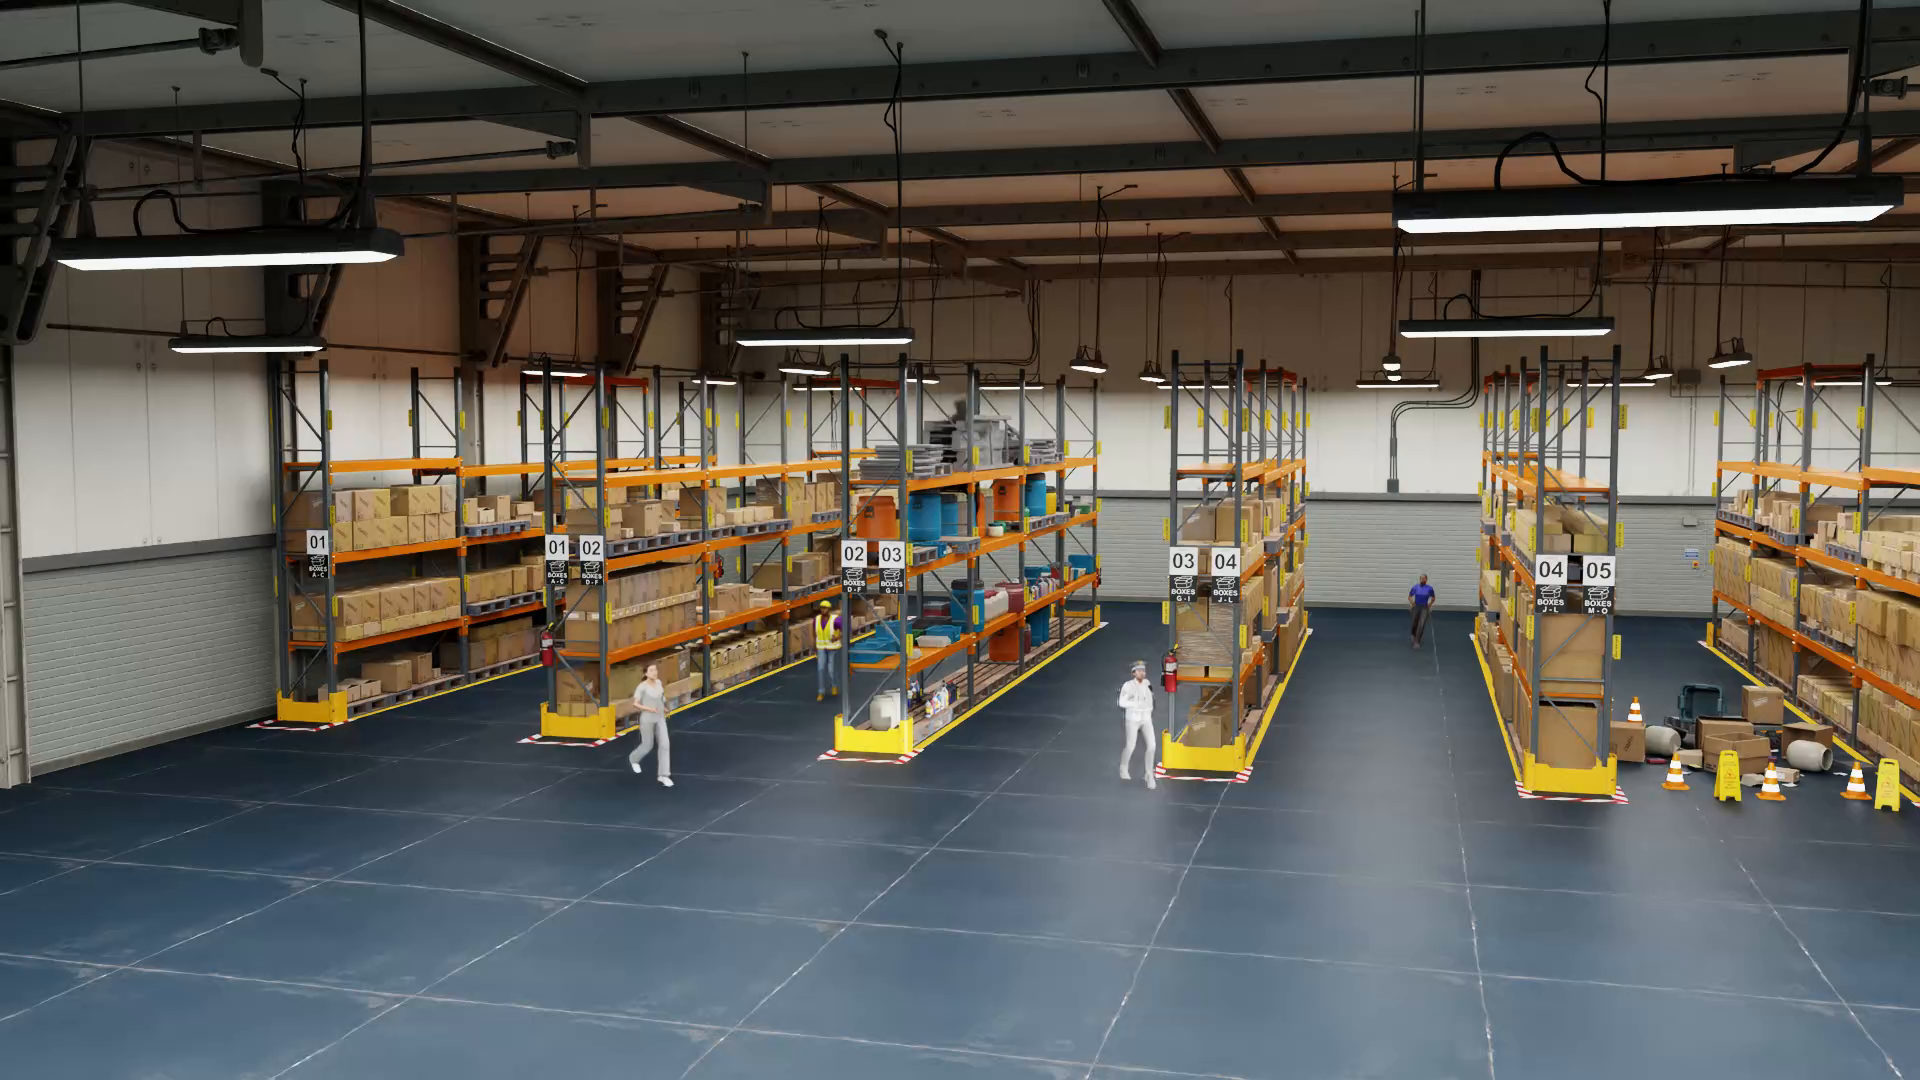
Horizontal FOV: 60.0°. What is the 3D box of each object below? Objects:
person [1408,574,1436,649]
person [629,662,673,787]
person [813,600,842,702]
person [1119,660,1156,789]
[{"bbox_3d":[10.219,1.603,36.811,0.595,1.548,0.719,1,4,16],"label":"person"},{"bbox_3d":[-4.265,2.518,22.975,0.579,1.676,0.952,-4,6,-44],"label":"person"},{"bbox_3d":[-2.338,1.988,29.879,0.704,1.835,0.745,1,4,13],"label":"person"},{"bbox_3d":[2.437,2.522,22.828,0.608,1.774,0.680,-2,4,-20],"label":"person"}]
